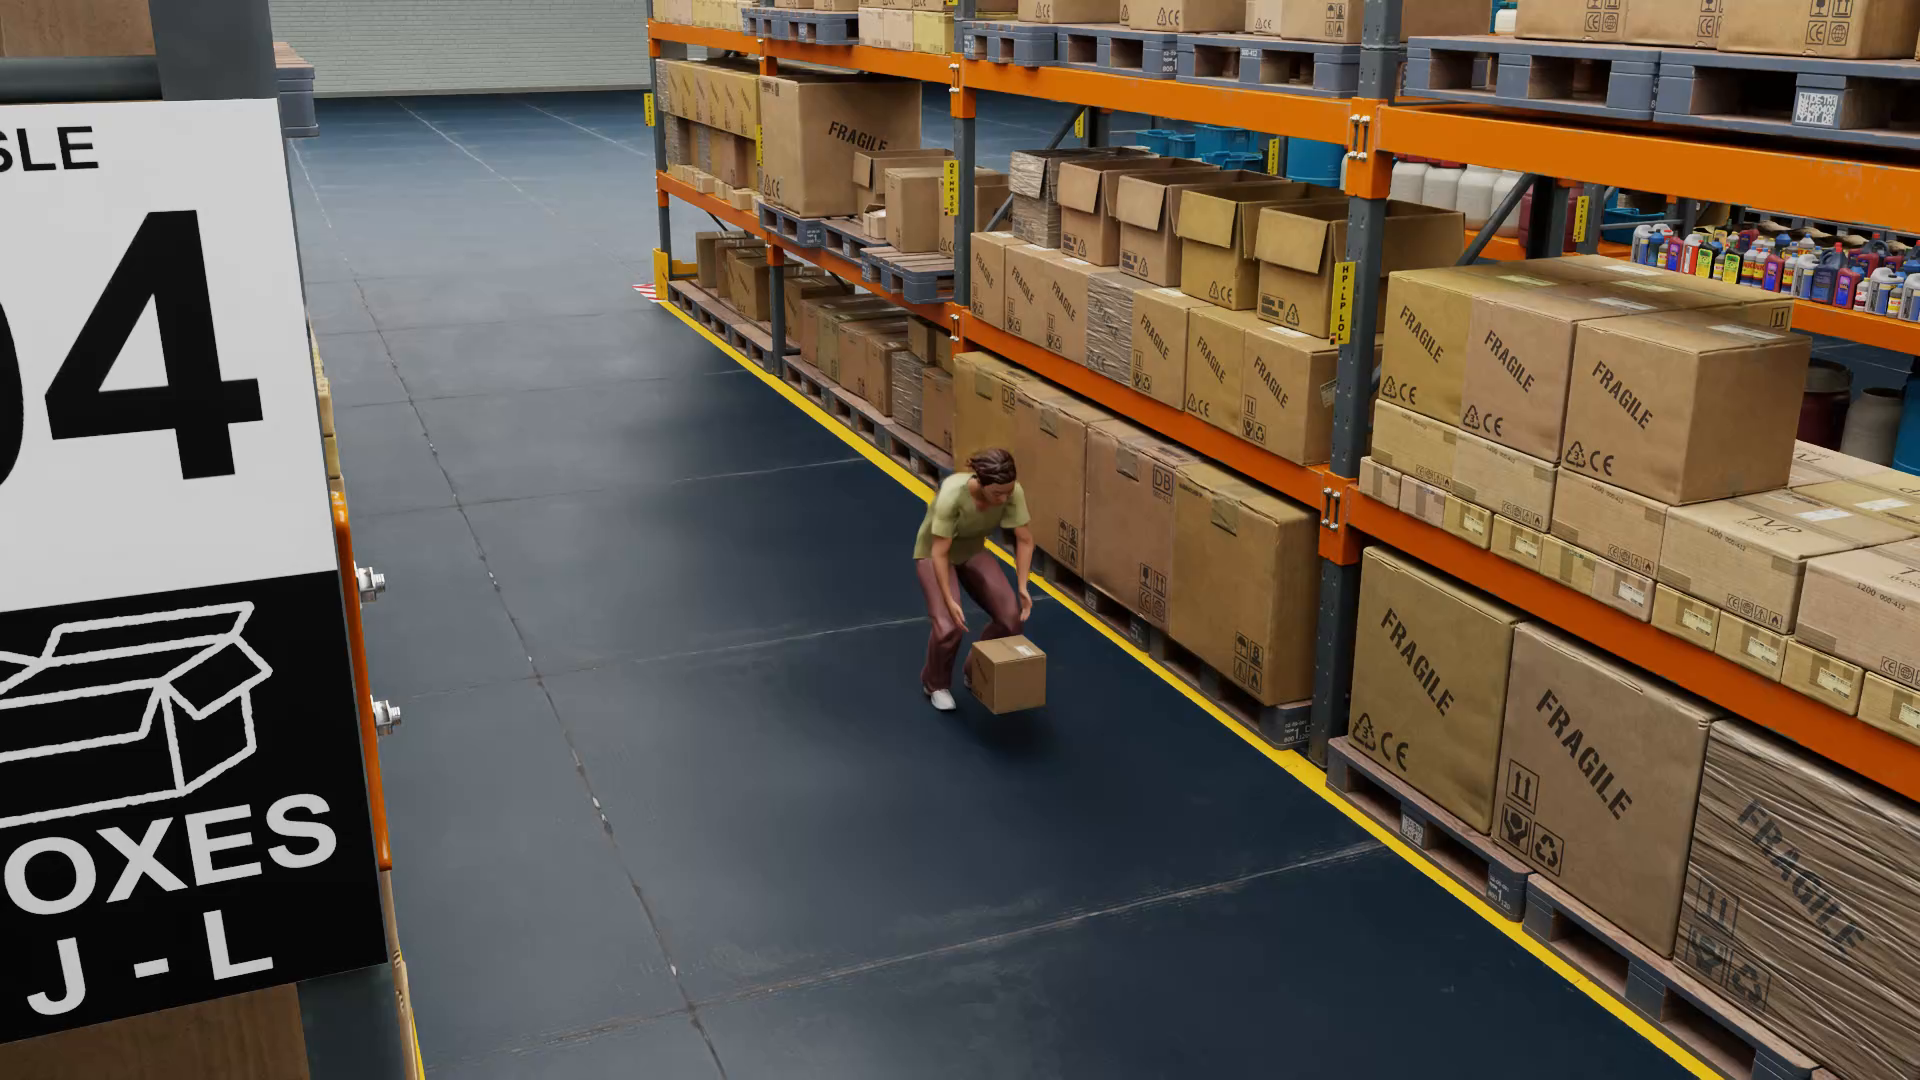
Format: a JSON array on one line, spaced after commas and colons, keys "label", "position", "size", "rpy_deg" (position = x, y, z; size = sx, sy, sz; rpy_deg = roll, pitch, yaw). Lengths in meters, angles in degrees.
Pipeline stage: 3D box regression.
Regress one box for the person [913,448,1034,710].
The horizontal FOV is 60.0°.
[{"label": "person", "position": [0.069, 0.148, 7.710], "size": [0.512, 1.307, 0.680], "rpy_deg": [-8, 20, -22]}]
